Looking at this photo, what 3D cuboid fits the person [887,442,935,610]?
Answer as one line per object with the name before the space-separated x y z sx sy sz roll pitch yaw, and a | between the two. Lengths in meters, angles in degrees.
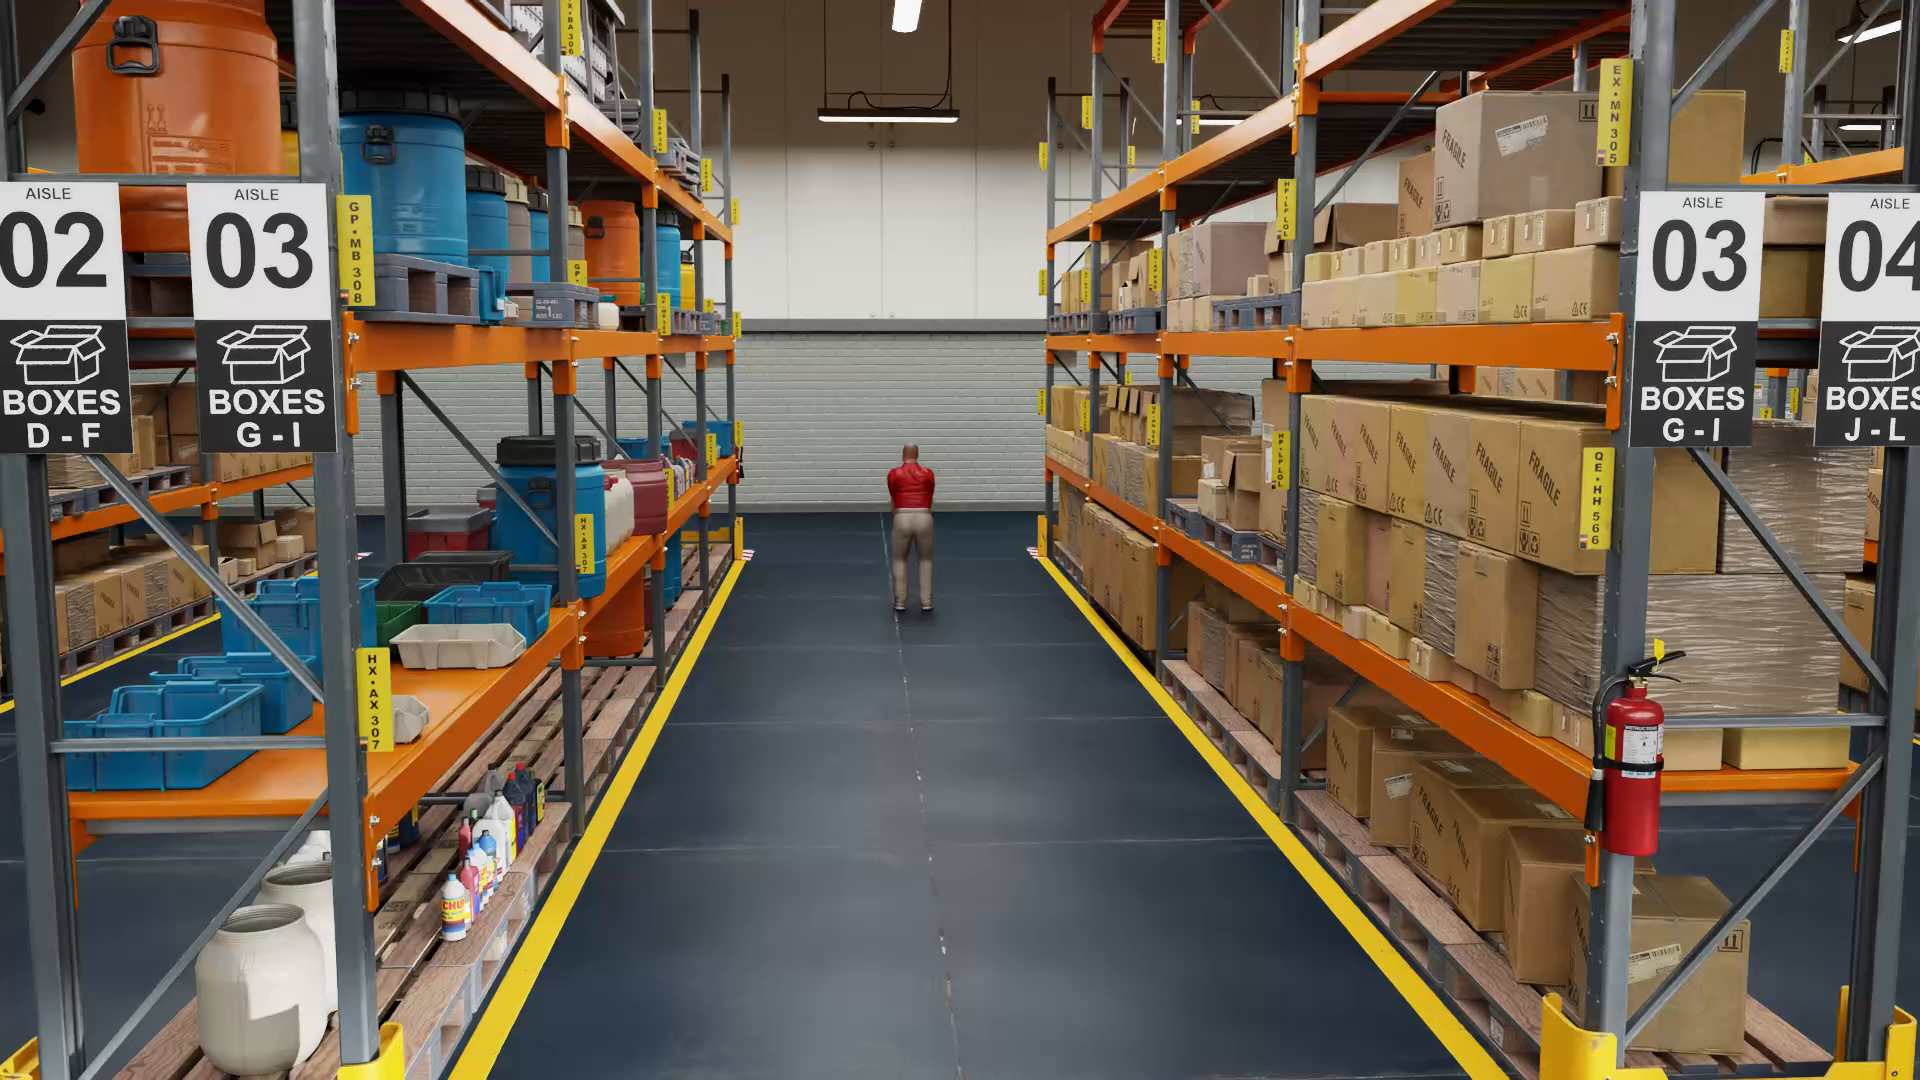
person | -0.505 -0.148 17.099 0.490 1.726 0.548 -1 7 -5
